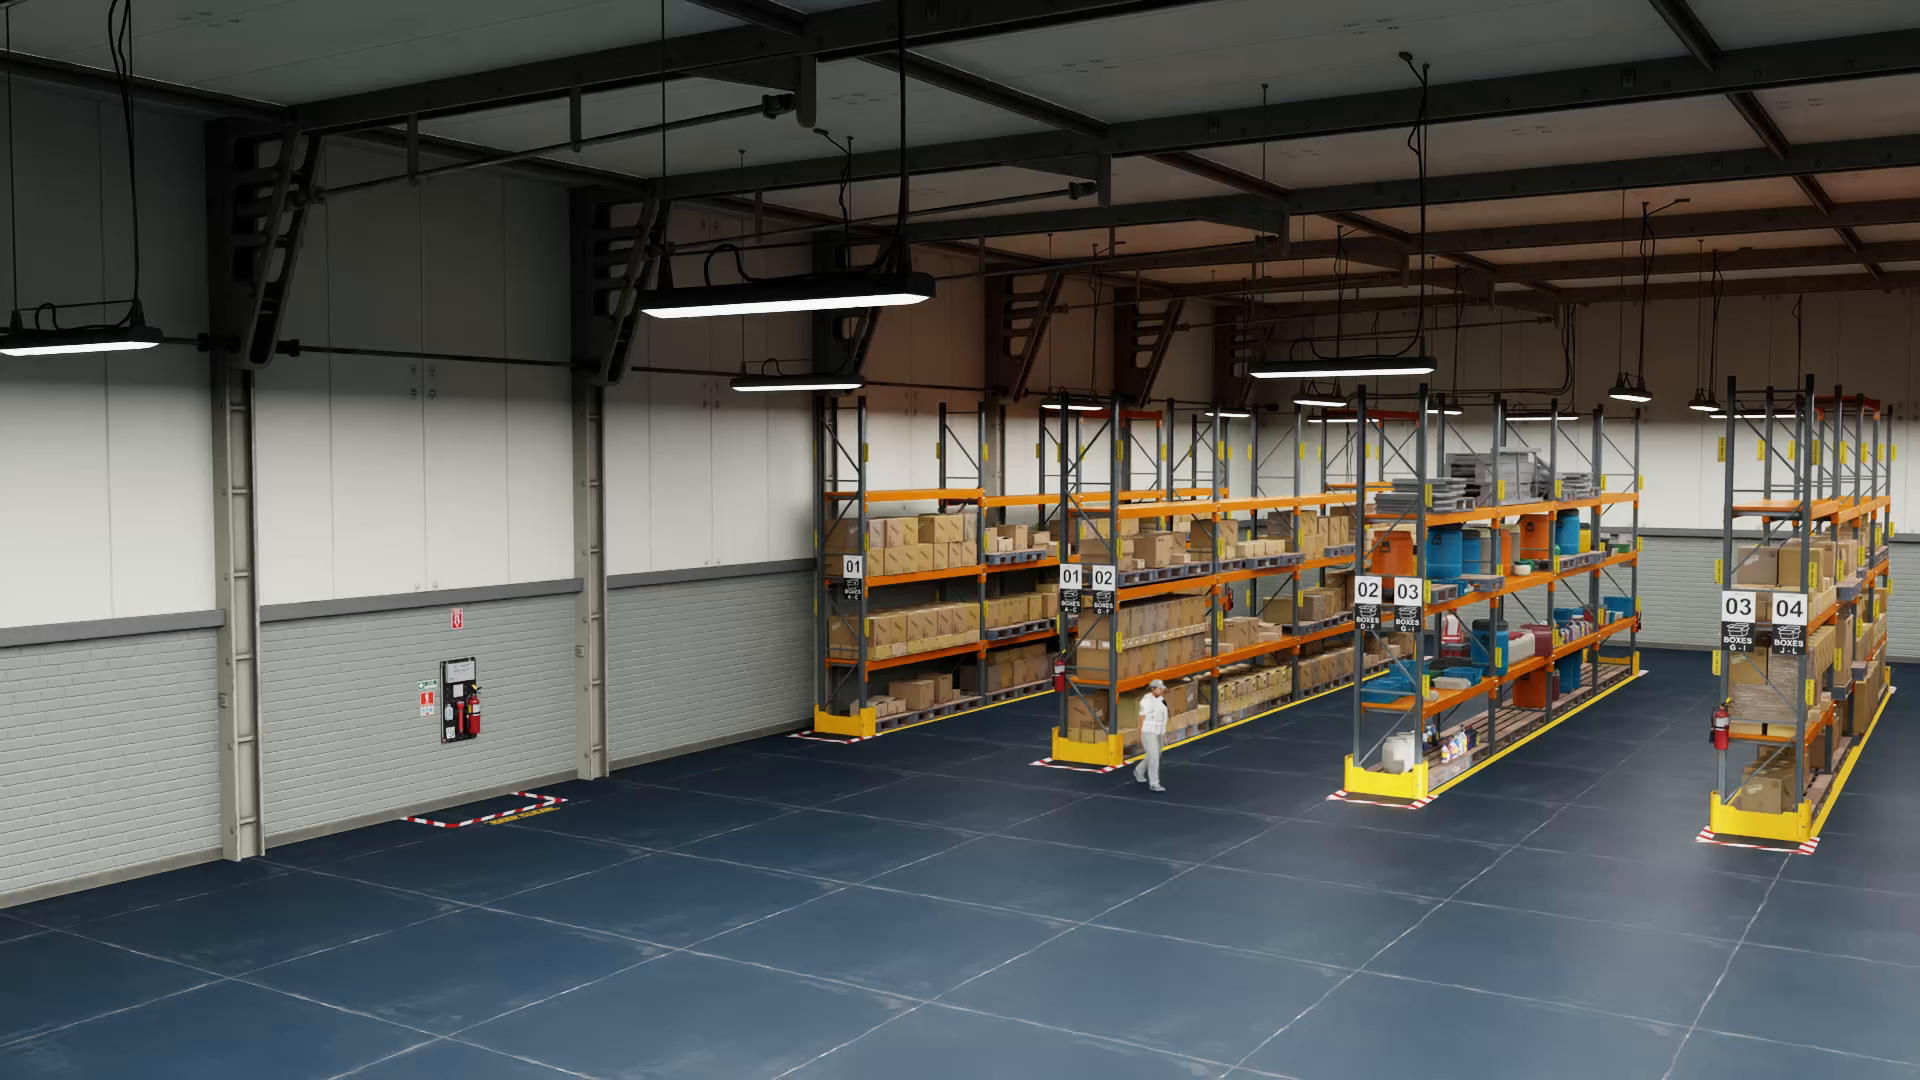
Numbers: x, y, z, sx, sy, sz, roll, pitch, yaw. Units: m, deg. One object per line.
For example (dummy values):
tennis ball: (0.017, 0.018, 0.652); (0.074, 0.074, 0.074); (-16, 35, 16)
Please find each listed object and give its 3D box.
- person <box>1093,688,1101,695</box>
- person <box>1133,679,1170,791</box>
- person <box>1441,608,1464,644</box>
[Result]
person: (3.102, 2.321, 34.379); (0.548, 1.711, 1.079); (1, 3, 23)
person: (2.835, 2.879, 24.850); (0.808, 1.630, 0.511); (3, 4, 42)
person: (10.487, 2.247, 35.504); (0.598, 1.791, 0.485); (0, 3, -2)
